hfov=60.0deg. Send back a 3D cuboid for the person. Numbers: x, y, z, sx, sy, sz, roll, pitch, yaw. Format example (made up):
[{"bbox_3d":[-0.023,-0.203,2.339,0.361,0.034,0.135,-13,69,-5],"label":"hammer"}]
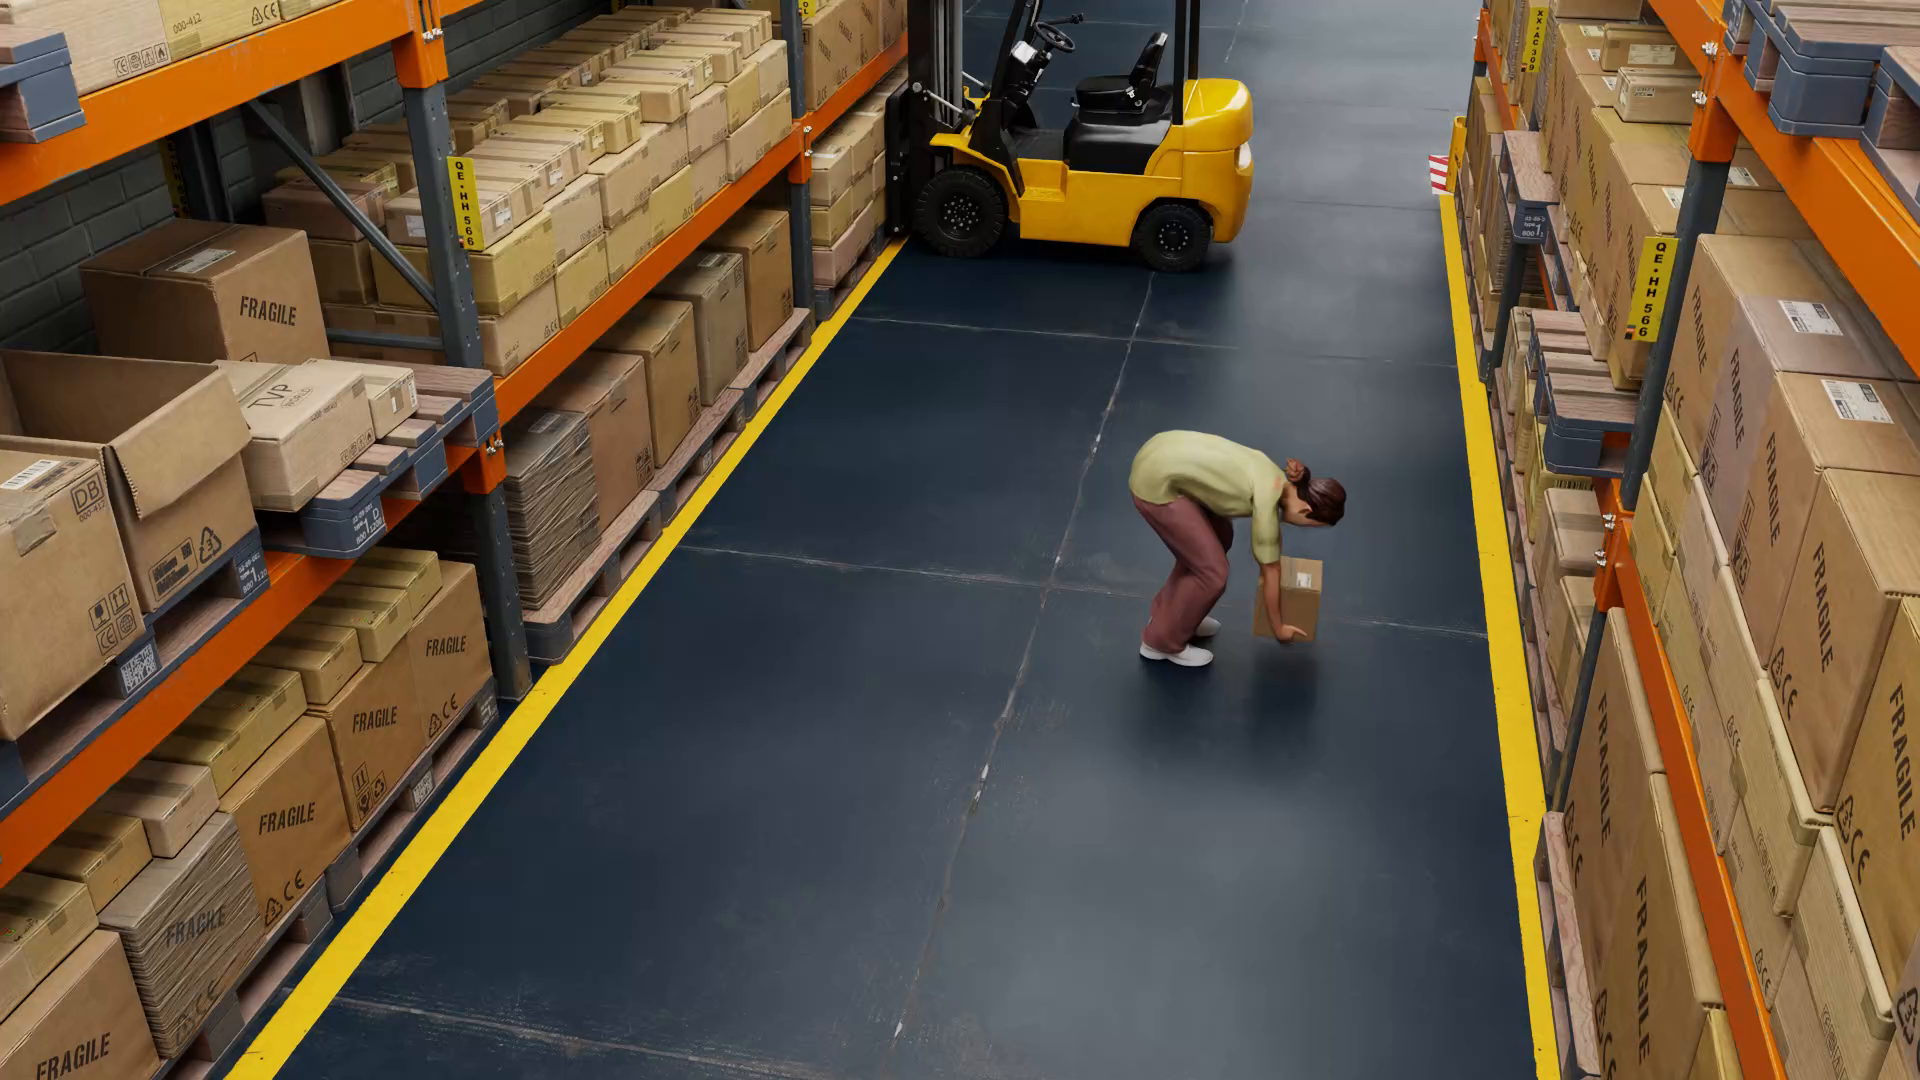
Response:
[{"bbox_3d":[1.108,0.036,6.788,0.860,0.973,0.453,5,29,8],"label":"person"}]
